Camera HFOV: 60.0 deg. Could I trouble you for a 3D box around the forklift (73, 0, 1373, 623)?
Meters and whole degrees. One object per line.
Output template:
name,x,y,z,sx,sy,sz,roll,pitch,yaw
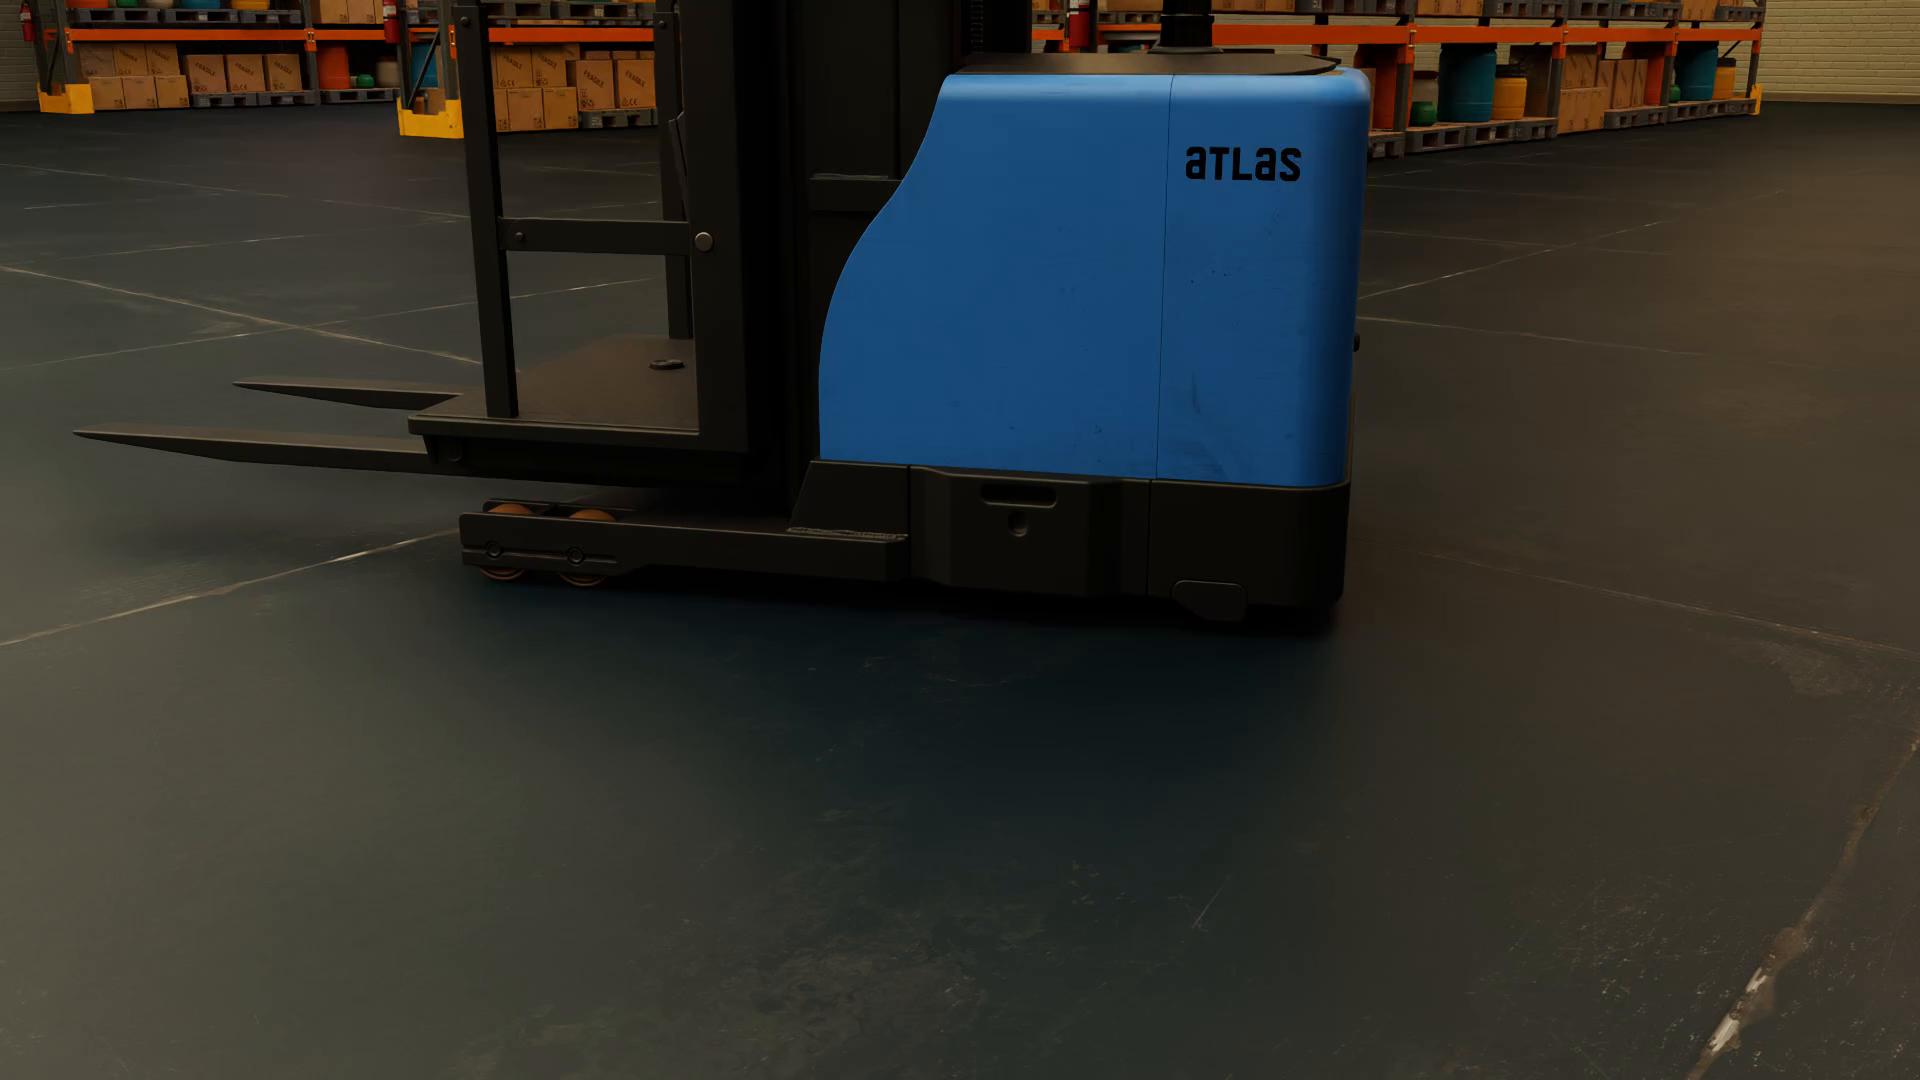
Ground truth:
forklift,-0.610,-1.445,3.655,3.031,2.935,1.130,4,17,13
